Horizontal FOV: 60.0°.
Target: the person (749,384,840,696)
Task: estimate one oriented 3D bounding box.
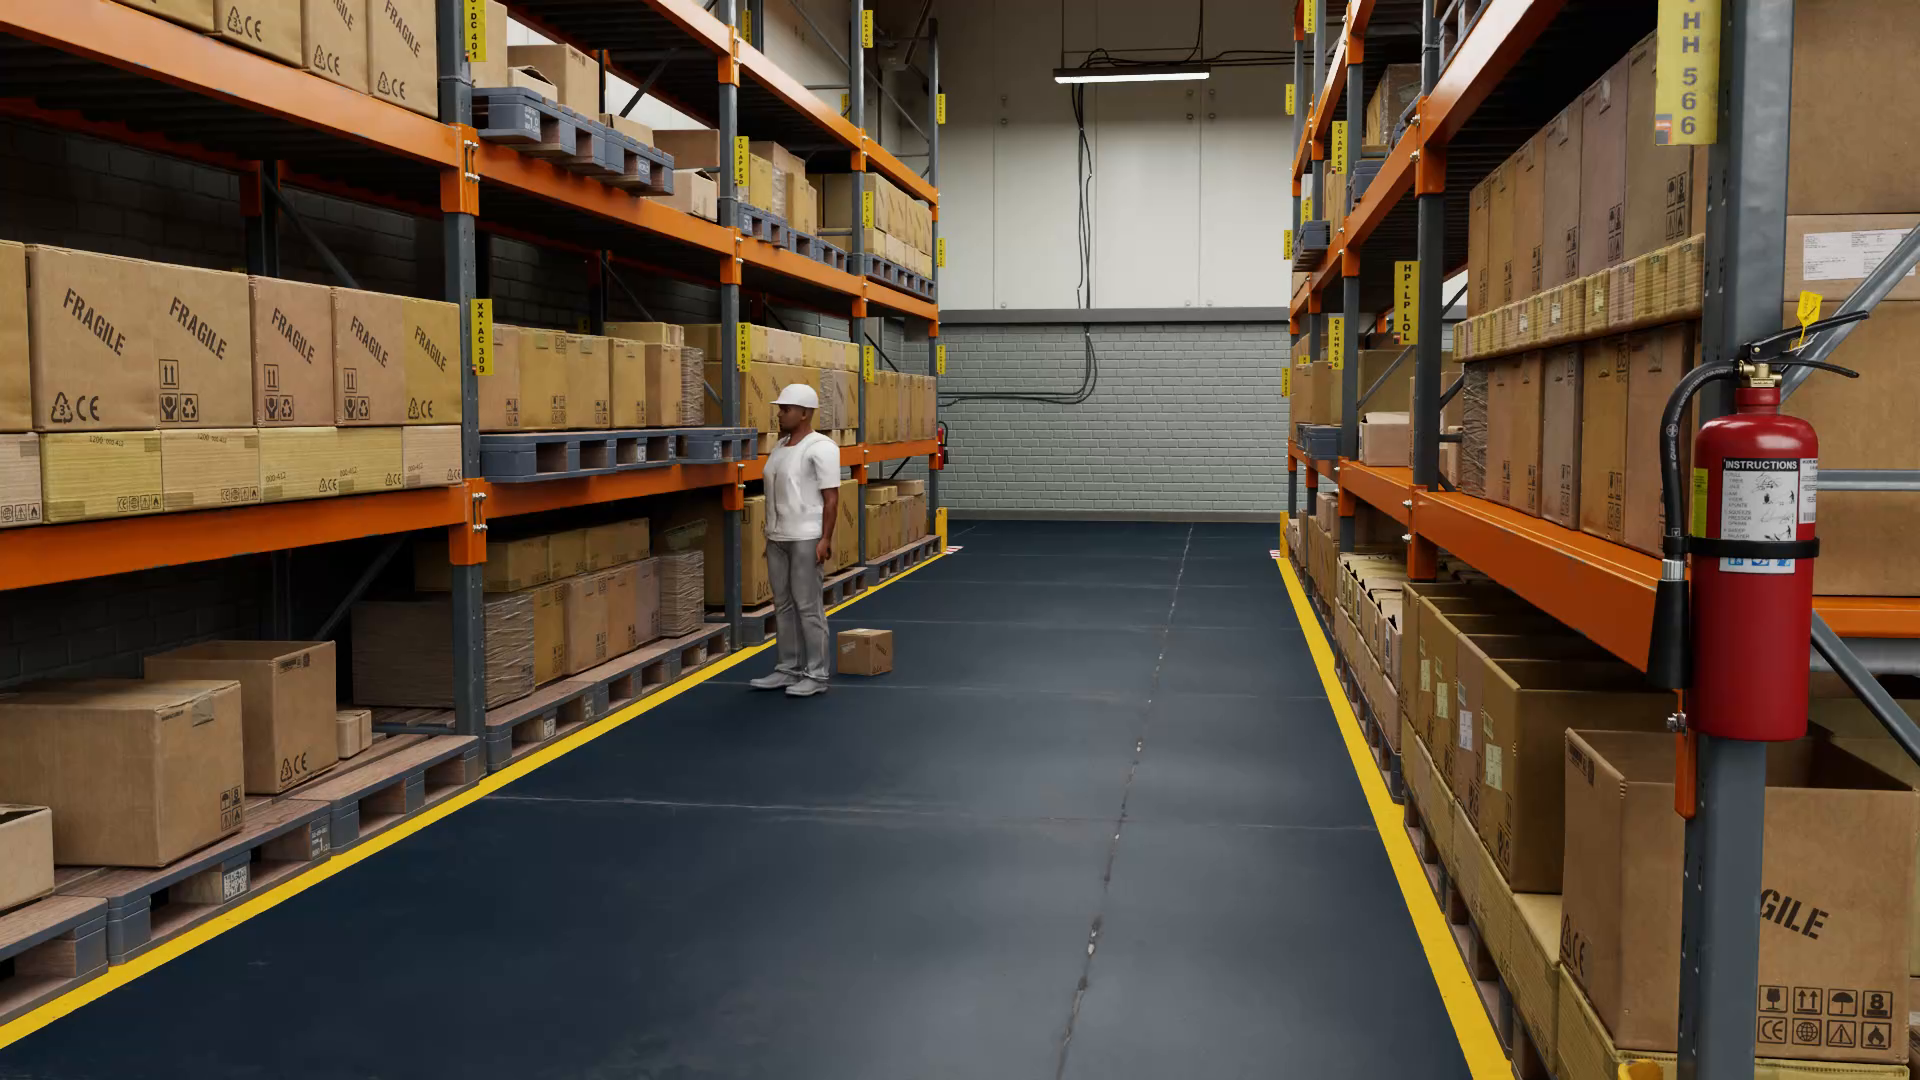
[{"bbox_3d":[-0.946,-0.006,9.535,0.372,1.771,0.566,-4,6,-42],"label":"person"}]
